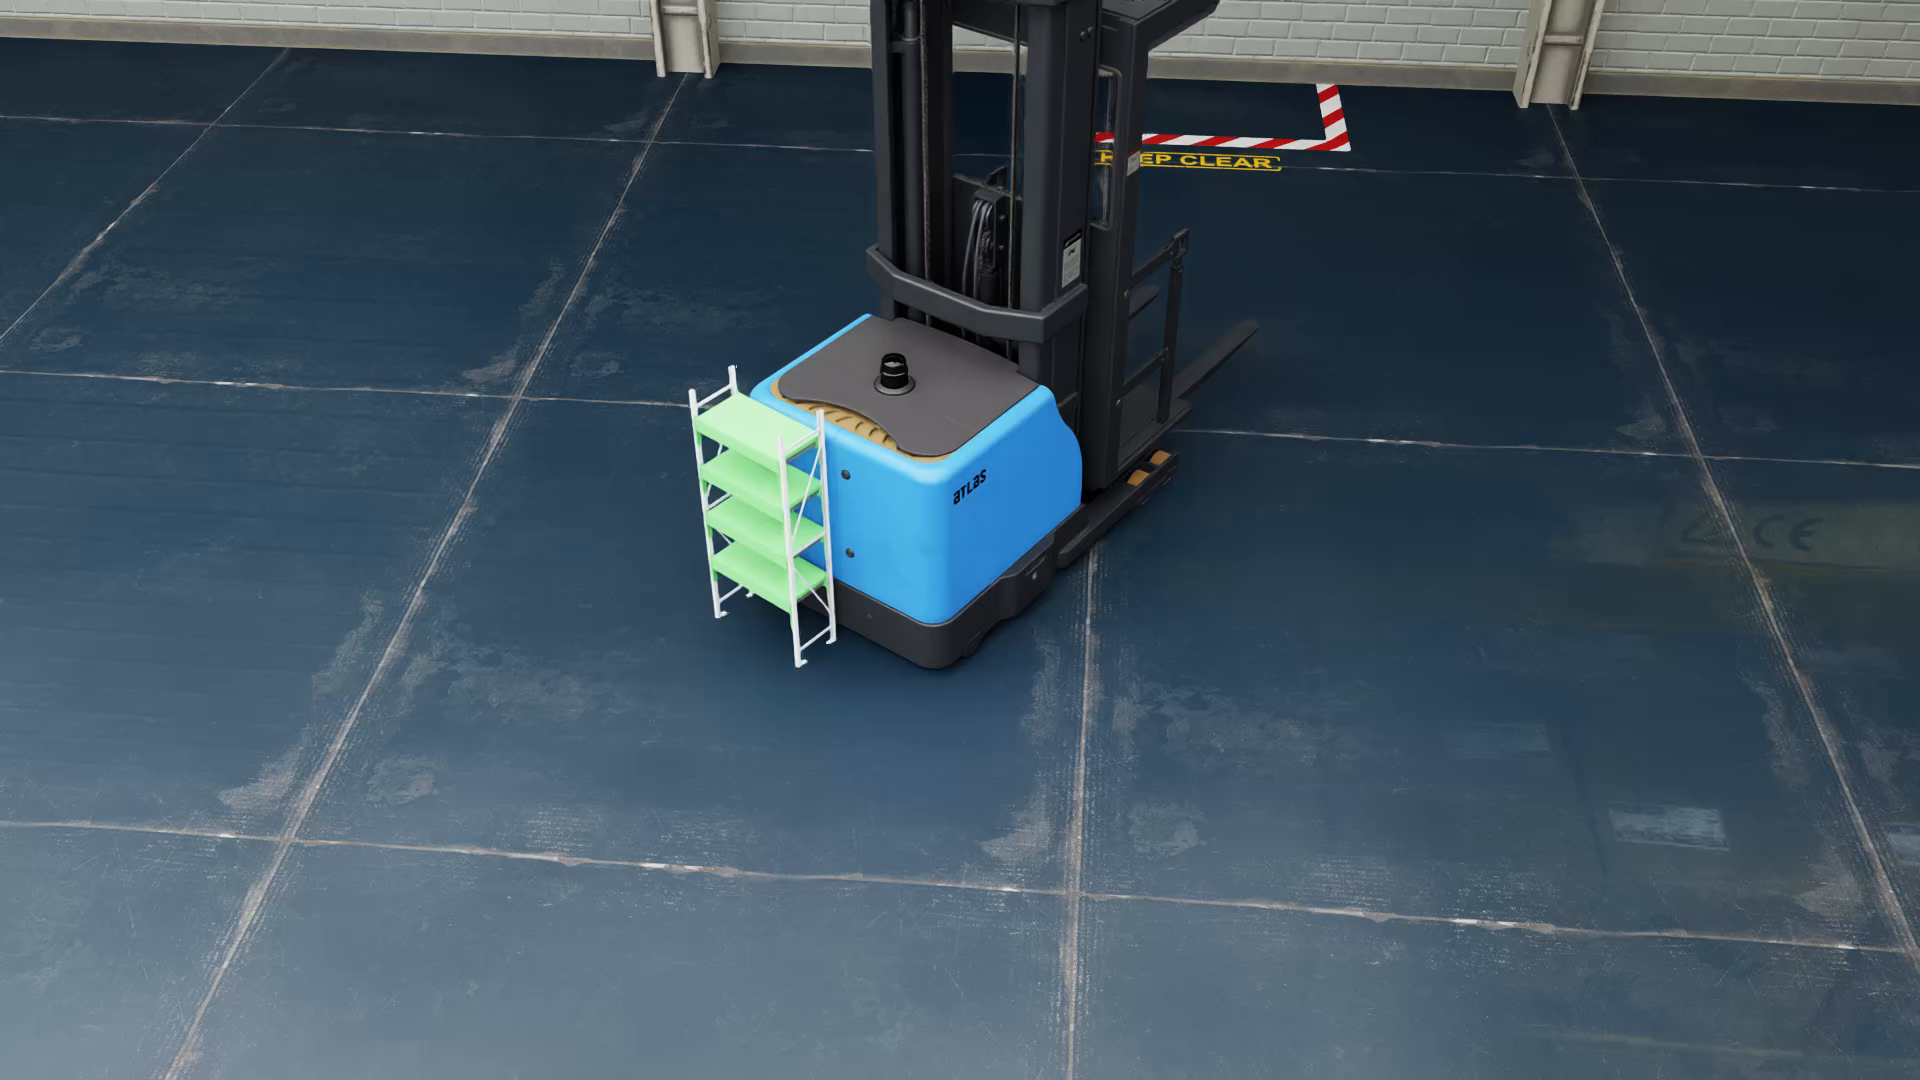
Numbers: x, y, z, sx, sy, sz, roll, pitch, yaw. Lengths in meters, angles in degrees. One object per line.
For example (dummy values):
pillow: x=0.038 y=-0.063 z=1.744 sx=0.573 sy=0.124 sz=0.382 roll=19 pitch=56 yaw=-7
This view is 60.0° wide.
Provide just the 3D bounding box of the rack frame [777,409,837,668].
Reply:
rack frame: x=-0.616 y=0.018 z=6.776 sx=0.015 sy=1.200 sz=0.240 roll=28 pitch=46 yaw=30

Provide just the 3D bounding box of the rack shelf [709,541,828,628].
rack shelf: x=-0.805 y=0.156 z=7.087 sx=0.480 sy=0.148 sz=0.258 roll=28 pitch=46 yaw=30

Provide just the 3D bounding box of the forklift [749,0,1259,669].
forklift: x=0.406 y=-1.476 z=7.241 sx=1.130 sy=2.935 sz=3.031 roll=26 pitch=46 yaw=28

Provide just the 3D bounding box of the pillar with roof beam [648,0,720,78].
pillar with roof beam: x=-2.307 y=-4.156 z=5.728 sx=0.400 sy=9.000 sz=9.100 roll=3 pitch=39 yaw=4

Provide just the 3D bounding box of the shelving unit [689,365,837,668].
shelving unit: x=-0.804 y=-0.080 z=6.897 sx=0.503 sy=1.200 sz=0.258 roll=28 pitch=46 yaw=30

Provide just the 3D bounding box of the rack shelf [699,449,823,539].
rack shelf: x=-0.804 y=-0.217 z=6.786 sx=0.480 sy=0.148 sz=0.258 roll=28 pitch=46 yaw=30

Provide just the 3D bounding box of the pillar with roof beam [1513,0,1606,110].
pillar with roof beam: x=3.671 y=-3.830 z=5.326 sx=0.400 sy=9.000 sz=9.100 roll=3 pitch=39 yaw=4

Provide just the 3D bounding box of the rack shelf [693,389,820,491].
rack shelf: x=-0.803 y=-0.404 z=6.635 sx=0.480 sy=0.148 sz=0.258 roll=28 pitch=46 yaw=30

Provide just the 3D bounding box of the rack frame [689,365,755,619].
rack frame: x=-0.993 y=-0.178 z=7.017 sx=0.015 sy=1.200 sz=0.240 roll=28 pitch=46 yaw=30

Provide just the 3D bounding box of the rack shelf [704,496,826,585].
rack shelf: x=-0.805 y=-0.030 z=6.937 sx=0.480 sy=0.148 sz=0.258 roll=28 pitch=46 yaw=30
